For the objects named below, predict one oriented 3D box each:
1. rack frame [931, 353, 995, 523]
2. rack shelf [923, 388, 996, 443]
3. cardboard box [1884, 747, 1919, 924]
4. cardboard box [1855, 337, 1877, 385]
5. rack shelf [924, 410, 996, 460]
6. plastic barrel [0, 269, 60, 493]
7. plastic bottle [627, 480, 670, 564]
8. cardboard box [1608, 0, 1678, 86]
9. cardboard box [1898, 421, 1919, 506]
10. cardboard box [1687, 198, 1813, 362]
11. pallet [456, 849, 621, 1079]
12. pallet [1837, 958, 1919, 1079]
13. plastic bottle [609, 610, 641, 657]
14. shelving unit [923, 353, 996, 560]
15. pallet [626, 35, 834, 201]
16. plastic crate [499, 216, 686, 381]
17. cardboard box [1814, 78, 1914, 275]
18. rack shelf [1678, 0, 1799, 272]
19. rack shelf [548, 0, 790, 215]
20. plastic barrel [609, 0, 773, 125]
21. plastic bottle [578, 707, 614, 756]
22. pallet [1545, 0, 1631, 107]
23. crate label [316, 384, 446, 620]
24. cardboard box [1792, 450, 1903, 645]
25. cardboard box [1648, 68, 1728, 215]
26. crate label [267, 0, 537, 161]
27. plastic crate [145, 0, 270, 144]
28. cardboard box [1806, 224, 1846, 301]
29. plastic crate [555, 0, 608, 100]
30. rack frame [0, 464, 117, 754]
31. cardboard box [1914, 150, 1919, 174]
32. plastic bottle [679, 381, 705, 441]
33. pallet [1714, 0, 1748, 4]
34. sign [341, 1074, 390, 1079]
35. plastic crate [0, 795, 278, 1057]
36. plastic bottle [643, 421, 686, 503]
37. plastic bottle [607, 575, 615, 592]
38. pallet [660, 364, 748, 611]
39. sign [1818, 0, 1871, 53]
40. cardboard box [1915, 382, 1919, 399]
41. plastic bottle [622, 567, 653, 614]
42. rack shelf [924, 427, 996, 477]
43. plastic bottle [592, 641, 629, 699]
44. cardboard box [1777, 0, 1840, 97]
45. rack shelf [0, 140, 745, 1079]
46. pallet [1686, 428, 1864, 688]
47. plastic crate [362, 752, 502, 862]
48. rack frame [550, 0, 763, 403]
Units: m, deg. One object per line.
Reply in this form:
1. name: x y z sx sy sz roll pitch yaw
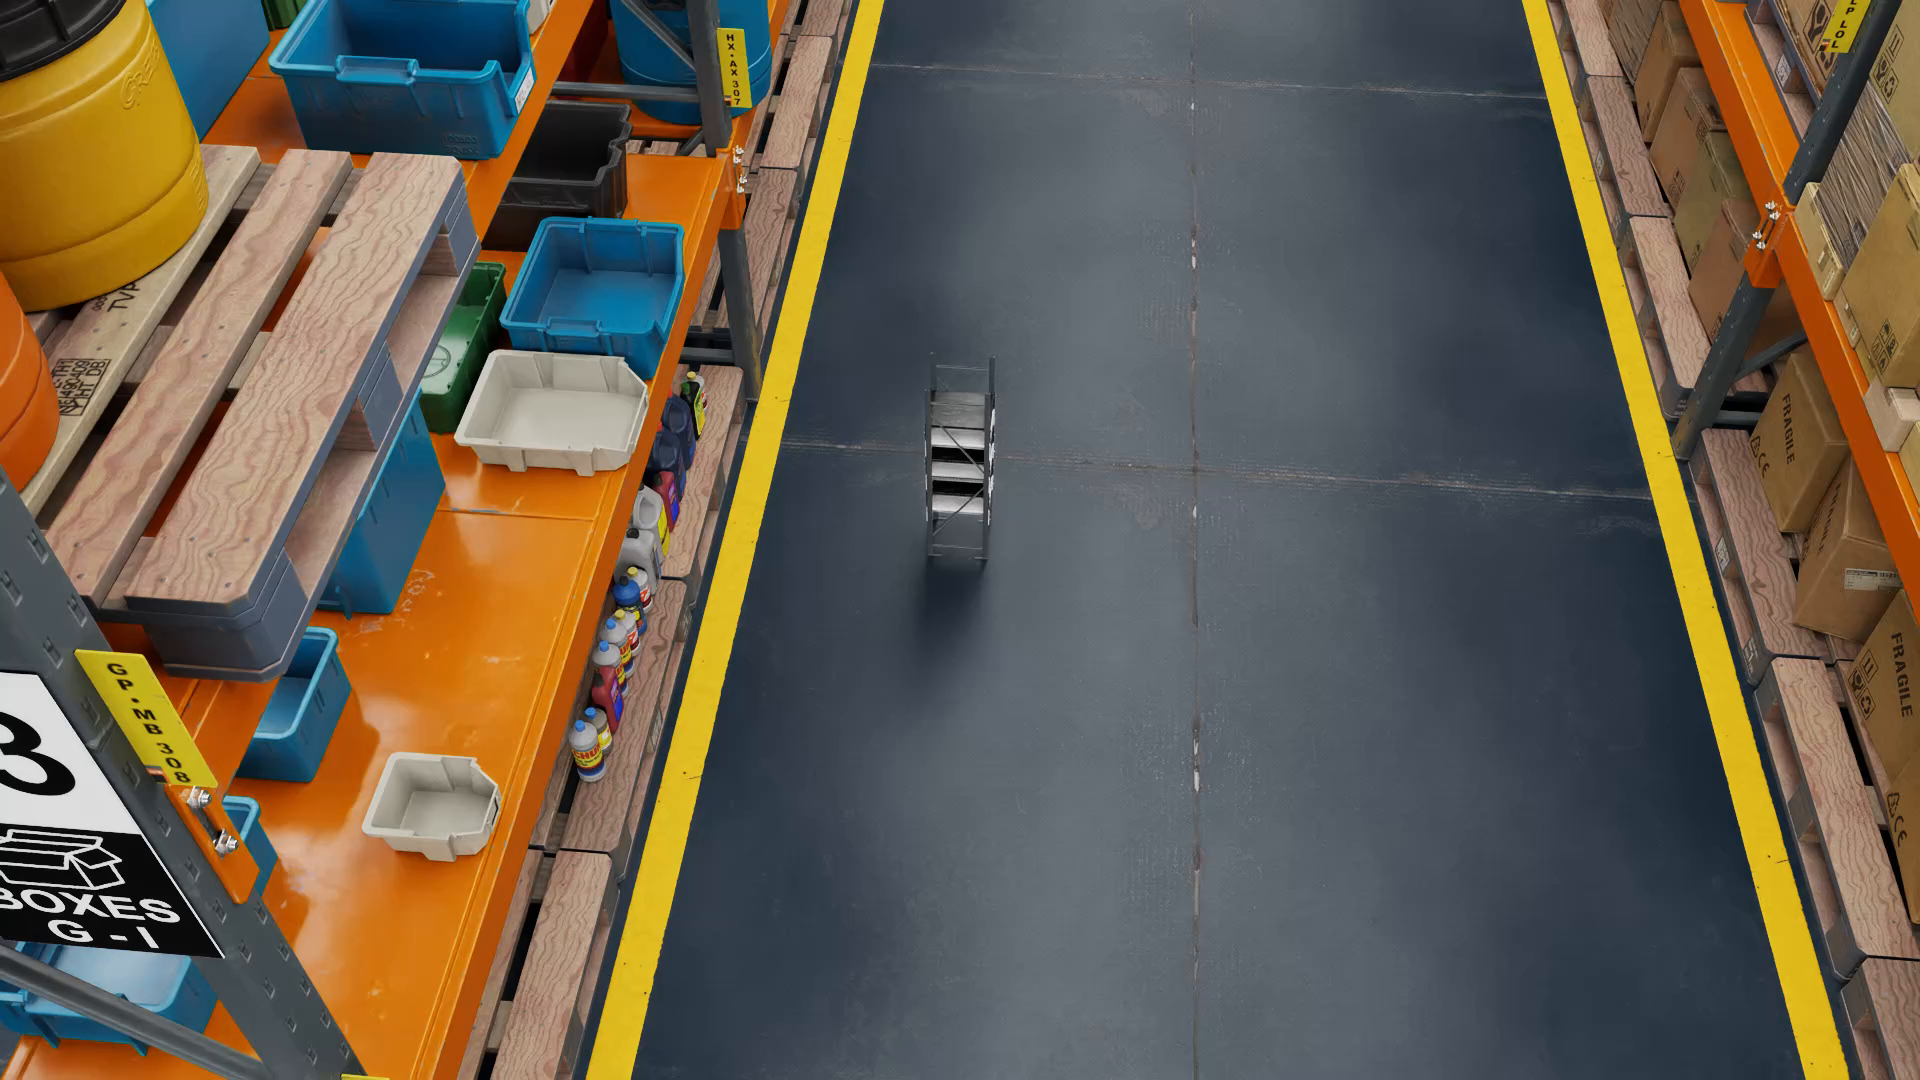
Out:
1. rack frame: 0.010 -0.384 6.518 0.240 0.900 0.006 4 48 4
2. rack shelf: 0.001 -0.469 6.275 0.258 0.077 0.200 4 48 4
3. cardboard box: 3.357 0.921 5.310 0.500 0.500 0.500 8 48 7
4. cardboard box: 3.188 -0.587 5.450 0.380 0.149 0.250 4 48 4
5. rack shelf: 0.001 -0.409 6.341 0.258 0.077 0.200 4 48 4
6. plastic barrel: -1.828 -0.421 2.519 0.600 0.830 0.708 4 48 4
7. plastic bottle: -1.200 -0.079 6.312 0.144 0.351 0.185 4 48 3
8. cardboard box: 3.837 -2.704 8.612 0.700 0.500 0.500 0 48 0
9. cardboard box: 3.143 -0.219 5.114 0.380 0.149 0.250 4 48 4
10. cardboard box: 3.629 -1.117 7.160 0.700 0.500 0.500 1 48 1
11. pallet: -1.706 1.530 5.234 1.003 0.211 1.213 4 48 4
12. pallet: 3.303 1.868 4.925 1.003 0.211 1.213 4 48 4
13. plastic bottle: -1.221 0.330 6.039 0.097 0.201 0.097 0 48 0
14. shelving unit: 0.001 -0.310 6.449 0.258 0.900 0.210 4 48 4
15. pallet: -1.240 -2.233 8.675 1.003 0.211 1.213 4 48 4
16. plastic crate: -1.212 -0.814 5.588 0.499 0.251 0.616 4 48 4
17. cardboard box: 3.449 -1.170 5.544 0.875 0.500 0.500 4 48 4
18. rack shelf: 3.733 -2.589 7.599 1.077 0.370 4.000 4 48 4
19. rack shelf: -1.199 -2.922 7.903 1.077 0.370 4.000 4 48 4
20. plastic barrel: -1.044 -2.128 6.350 0.600 0.901 0.708 4 48 4
21. plastic bottle: -1.261 0.653 5.745 0.097 0.201 0.097 0 48 0
22. pallet: 3.843 -2.786 9.181 1.003 0.211 1.213 4 48 4
23. crate label: -1.847 -0.139 4.846 0.502 0.435 0.616 4 48 4
24. cardboard box: 3.430 0.052 6.105 0.500 0.500 0.500 18 50 16
25. cardboard box: 3.741 -1.877 7.856 0.700 0.500 0.500 0 48 0
26. crate label: -1.246 -1.071 3.791 0.502 0.251 0.408 4 48 4
27. plastic crate: -1.872 -1.184 3.805 0.392 0.384 0.575 4 48 4
28. cardboard box: 3.196 -0.957 5.789 0.380 0.149 0.250 4 48 4
29. plastic crate: -1.642 -2.093 6.614 0.402 0.464 0.583 4 48 4
30. rack frame: -1.746 -0.781 1.392 1.000 3.000 0.127 4 48 4
31. cardboard box: 3.213 -1.153 4.850 0.500 0.500 0.500 4 48 4
32. plastic bottle: -1.096 -0.551 6.790 0.061 0.283 0.133 6 48 5
33. pallet: 3.776 -2.779 7.415 1.003 0.211 1.213 4 48 4
34. sign: -1.198 1.191 3.466 0.100 0.325 0.005 4 48 4
35. plastic crate: -1.998 0.906 4.015 0.499 0.251 0.616 4 48 4
36. plastic bottle: -1.170 -0.316 6.529 0.144 0.351 0.185 2 48 2
37. plastic bottle: -1.325 0.056 6.234 0.061 0.283 0.133 4 48 4
38. pallet: -1.484 -0.263 6.874 1.003 0.211 1.213 4 48 4
39. sign: 2.998 -1.788 5.594 0.100 0.325 0.005 4 48 4
40. cardboard box: 3.423 -0.431 4.868 0.875 0.500 0.500 4 48 4
41. plastic bottle: -1.202 0.179 6.177 0.097 0.201 0.097 0 48 0
42. rack shelf: 0.001 -0.348 6.408 0.258 0.077 0.200 4 48 4
43. plastic bottle: -1.239 0.453 5.879 0.097 0.271 0.097 0 48 0
44. cardboard box: 3.763 -2.281 6.138 1.000 1.000 1.000 4 48 4
45. rack shelf: -1.563 0.017 5.215 1.077 0.370 4.000 4 48 4
46. pallet: 3.525 0.075 6.564 1.003 0.211 1.213 4 48 4
47. plastic crate: -1.344 0.697 4.284 0.298 0.136 0.250 4 48 4
48. rack frame: -1.381 -1.695 6.294 1.000 3.000 0.127 4 48 4
